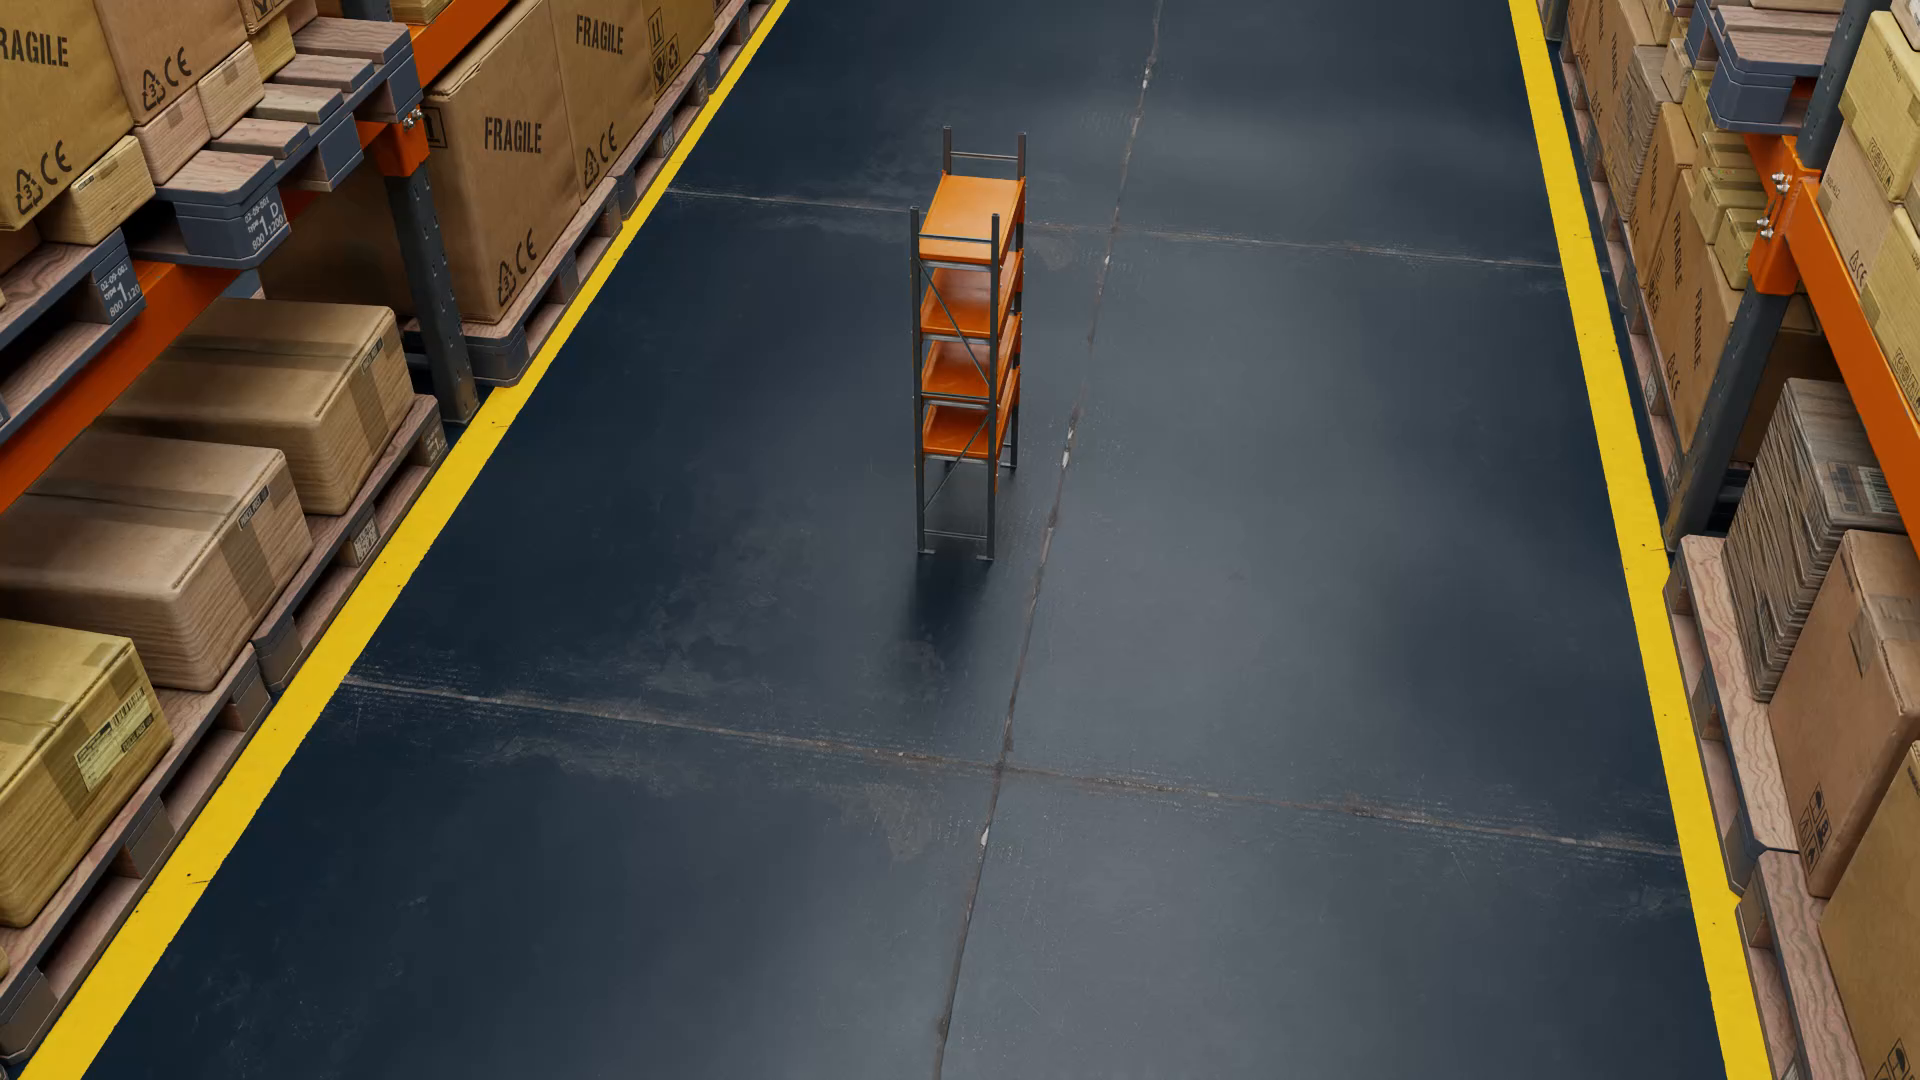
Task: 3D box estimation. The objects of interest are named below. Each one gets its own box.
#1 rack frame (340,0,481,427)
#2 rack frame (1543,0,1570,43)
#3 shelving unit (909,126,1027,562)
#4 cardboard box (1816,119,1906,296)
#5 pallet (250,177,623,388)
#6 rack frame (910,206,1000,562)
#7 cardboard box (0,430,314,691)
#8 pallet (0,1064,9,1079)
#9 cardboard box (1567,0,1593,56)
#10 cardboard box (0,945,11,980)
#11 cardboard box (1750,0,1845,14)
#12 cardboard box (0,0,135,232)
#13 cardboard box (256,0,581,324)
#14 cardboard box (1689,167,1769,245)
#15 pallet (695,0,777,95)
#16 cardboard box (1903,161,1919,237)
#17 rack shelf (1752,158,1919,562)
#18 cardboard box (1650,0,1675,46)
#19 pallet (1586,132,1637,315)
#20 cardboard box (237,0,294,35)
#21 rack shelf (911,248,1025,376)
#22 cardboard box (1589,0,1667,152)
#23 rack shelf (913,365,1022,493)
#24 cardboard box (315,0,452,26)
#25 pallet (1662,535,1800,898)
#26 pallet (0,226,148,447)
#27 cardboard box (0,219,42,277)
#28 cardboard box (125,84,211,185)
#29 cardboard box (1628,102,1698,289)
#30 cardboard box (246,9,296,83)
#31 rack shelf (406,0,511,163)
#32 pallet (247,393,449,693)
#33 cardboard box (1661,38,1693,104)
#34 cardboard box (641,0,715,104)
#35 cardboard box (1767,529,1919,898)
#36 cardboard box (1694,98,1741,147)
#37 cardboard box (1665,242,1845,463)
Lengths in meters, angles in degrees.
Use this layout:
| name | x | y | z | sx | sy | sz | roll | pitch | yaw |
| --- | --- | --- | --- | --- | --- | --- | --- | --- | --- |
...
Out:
| name | x | y | z | sx | sy | sz | roll | pitch | yaw |
| --- | --- | --- | --- | --- | --- | --- | --- | --- | --- |
| rack frame | -2.179 | -1.639 | 4.878 | 1.000 | 3.000 | 0.127 | 6 | 40 | 8 |
| rack frame | 3.403 | -3.604 | 7.255 | 1.000 | 3.000 | 0.127 | 6 | 40 | 8 |
| shelving unit | 0.029 | -0.566 | 4.993 | 0.258 | 1.200 | 0.503 | 6 | 40 | 8 |
| cardboard box | 2.393 | -0.784 | 3.962 | 0.500 | 0.250 | 0.500 | 7 | 40 | 8 |
| pallet | -1.968 | -1.051 | 6.355 | 1.003 | 0.211 | 1.213 | 6 | 40 | 8 |
| rack frame | -0.014 | -0.413 | 4.808 | 0.240 | 1.200 | 0.015 | 6 | 40 | 8 |
| cardboard box | -2.406 | 0.030 | 4.593 | 0.950 | 0.372 | 0.625 | 6 | 40 | 7 |
| pallet | -2.738 | 1.458 | 3.321 | 1.003 | 0.211 | 1.213 | 6 | 40 | 8 |
| cardboard box | 3.097 | -2.524 | 7.581 | 0.500 | 0.500 | 0.500 | 8 | 40 | 10 |
| cardboard box | -2.662 | 0.942 | 3.490 | 0.950 | 0.372 | 0.625 | 9 | 40 | 10 |
| cardboard box | 2.446 | -1.613 | 4.715 | 0.380 | 0.149 | 0.250 | 7 | 40 | 8 |
| cardboard box | -2.149 | -0.995 | 3.458 | 0.500 | 0.500 | 0.500 | 4 | 40 | 5 |
| cardboard box | -1.978 | -1.406 | 5.934 | 0.875 | 0.875 | 0.875 | 6 | 40 | 7 |
| cardboard box | 2.563 | -1.055 | 5.295 | 0.380 | 0.149 | 0.250 | 4 | 40 | 5 |
| pallet | -1.546 | -2.582 | 8.207 | 1.003 | 0.211 | 1.213 | 6 | 40 | 8 |
| cardboard box | 2.305 | -0.663 | 3.423 | 0.500 | 0.250 | 0.500 | 8 | 40 | 9 |
| rack shelf | 2.364 | 0.439 | 2.930 | 1.077 | 0.370 | 4.000 | 6 | 40 | 8 |
| cardboard box | 2.914 | -2.030 | 6.475 | 0.380 | 0.149 | 0.250 | 8 | 40 | 9 |
| pallet | 3.090 | -1.247 | 6.592 | 1.003 | 0.211 | 1.213 | 6 | 40 | 8 |
| cardboard box | -1.984 | -1.638 | 4.235 | 0.500 | 0.500 | 0.500 | 5 | 40 | 6 |
| rack shelf | 0.029 | -0.687 | 4.894 | 0.258 | 0.148 | 0.480 | 6 | 40 | 8 |
| cardboard box | 2.924 | -1.876 | 6.797 | 0.500 | 0.500 | 0.500 | 5 | 40 | 6 |
| rack shelf | 0.029 | -0.361 | 5.163 | 0.258 | 0.148 | 0.480 | 6 | 40 | 8 |
| cardboard box | -1.847 | -1.860 | 5.264 | 0.500 | 0.250 | 0.500 | 6 | 40 | 7 |
| pallet | 2.530 | 0.493 | 4.488 | 1.003 | 0.211 | 1.213 | 6 | 40 | 8 |
| pallet | -2.481 | -0.318 | 3.431 | 1.003 | 0.211 | 1.213 | 6 | 40 | 8 |
| cardboard box | -2.231 | -0.658 | 3.559 | 0.380 | 0.149 | 0.250 | 7 | 40 | 8 |
| cardboard box | -2.030 | -0.976 | 3.944 | 0.380 | 0.149 | 0.250 | 5 | 40 | 6 |
| cardboard box | 2.757 | -1.223 | 6.007 | 0.500 | 0.500 | 0.500 | 8 | 40 | 10 |
| cardboard box | -1.979 | -1.296 | 4.331 | 0.380 | 0.149 | 0.250 | 7 | 40 | 8 |
| rack shelf | -1.833 | -2.617 | 6.625 | 1.077 | 0.370 | 4.000 | 6 | 40 | 8 |
| pallet | -2.316 | -0.074 | 5.174 | 1.003 | 0.211 | 1.213 | 6 | 40 | 8 |
| cardboard box | 2.804 | -1.709 | 6.086 | 0.380 | 0.149 | 0.250 | 5 | 40 | 6 |
| cardboard box | -1.664 | -2.526 | 7.289 | 0.875 | 0.875 | 0.875 | 7 | 40 | 9 |
| cardboard box | 2.484 | 0.461 | 3.873 | 0.875 | 0.625 | 0.625 | 8 | 40 | 9 |
| cardboard box | 2.743 | -1.376 | 5.683 | 0.380 | 0.149 | 0.250 | 8 | 40 | 9 |
| cardboard box | 2.572 | -0.581 | 5.231 | 0.500 | 0.500 | 0.500 | 7 | 40 | 9 |
